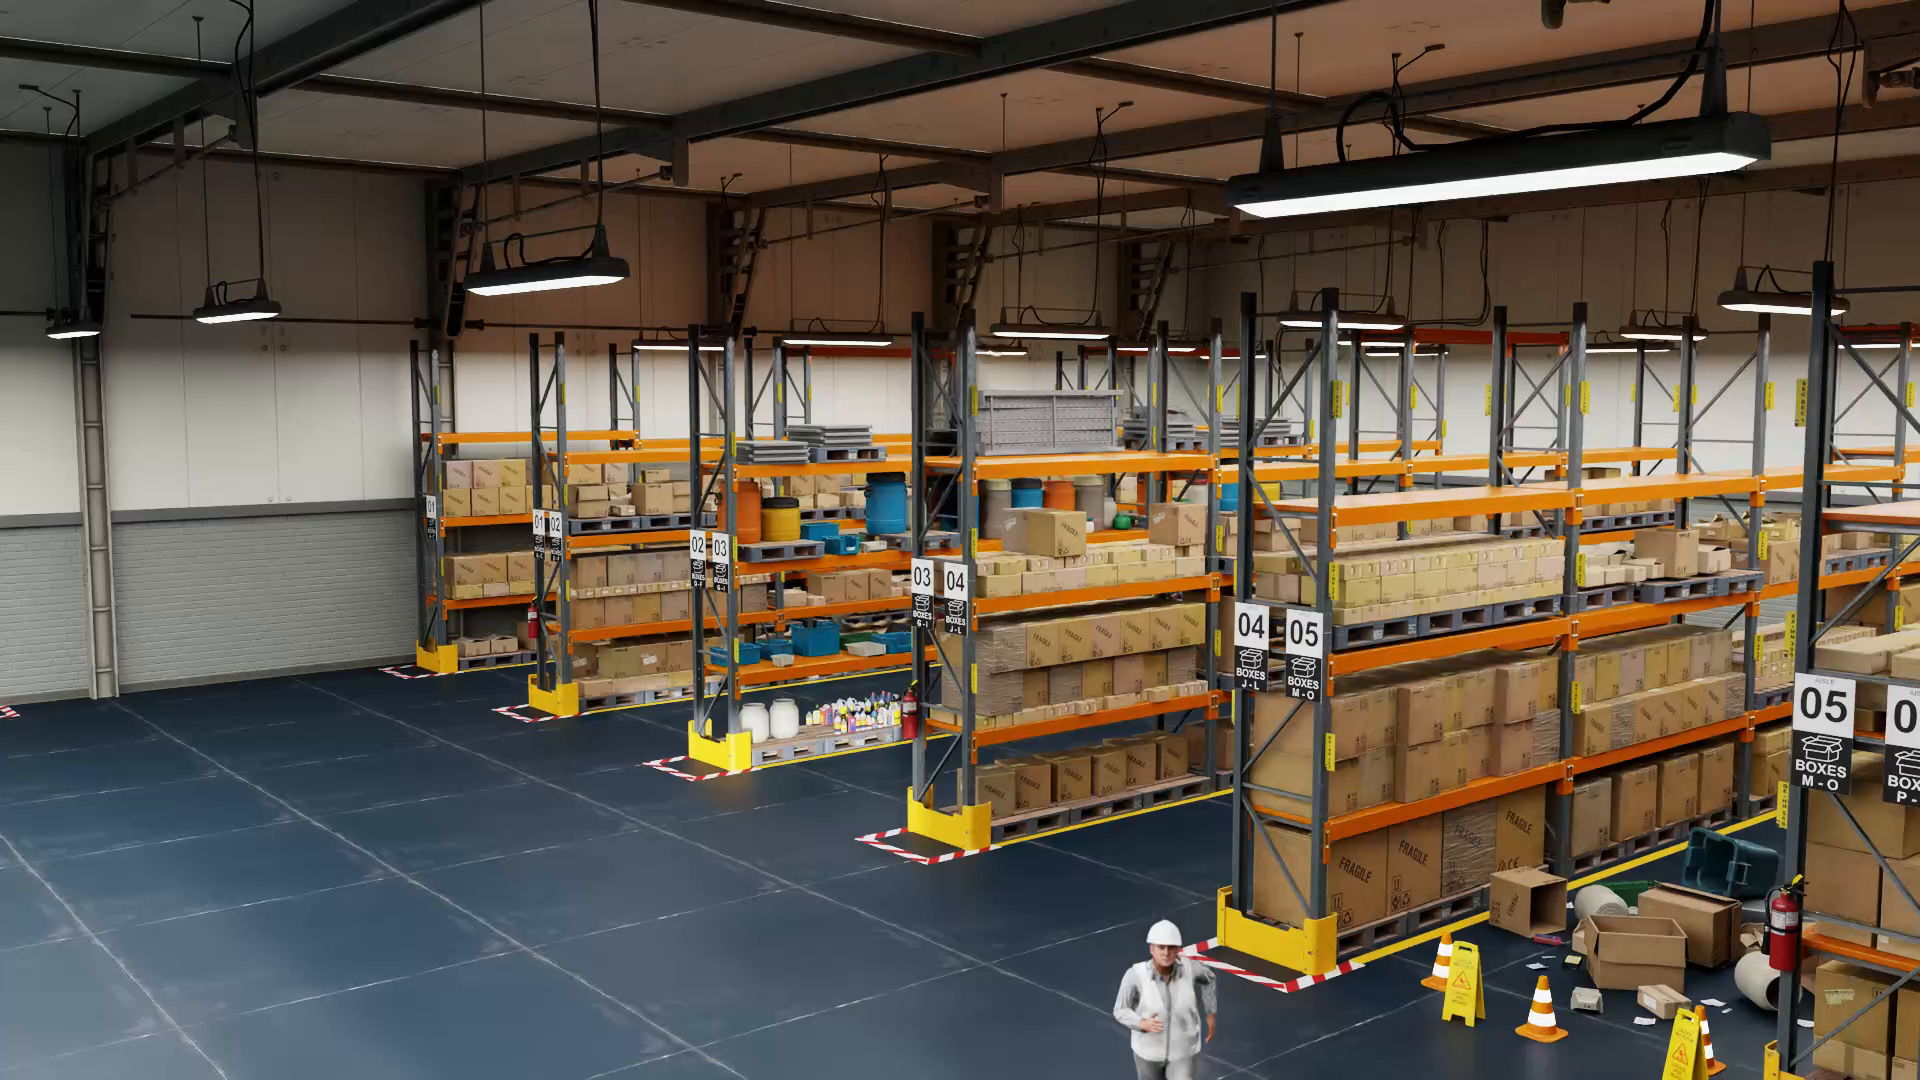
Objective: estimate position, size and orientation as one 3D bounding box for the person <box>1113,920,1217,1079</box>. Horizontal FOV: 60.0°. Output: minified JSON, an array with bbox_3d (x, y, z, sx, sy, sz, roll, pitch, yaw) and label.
[{"bbox_3d":[1.320,3.305,10.713,0.678,1.813,0.852,0,5,3],"label":"person"}]

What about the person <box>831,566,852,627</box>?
[{"bbox_3d":[-2.397,1.273,33.152,0.608,1.652,0.903,4,7,37],"label":"person"}]
